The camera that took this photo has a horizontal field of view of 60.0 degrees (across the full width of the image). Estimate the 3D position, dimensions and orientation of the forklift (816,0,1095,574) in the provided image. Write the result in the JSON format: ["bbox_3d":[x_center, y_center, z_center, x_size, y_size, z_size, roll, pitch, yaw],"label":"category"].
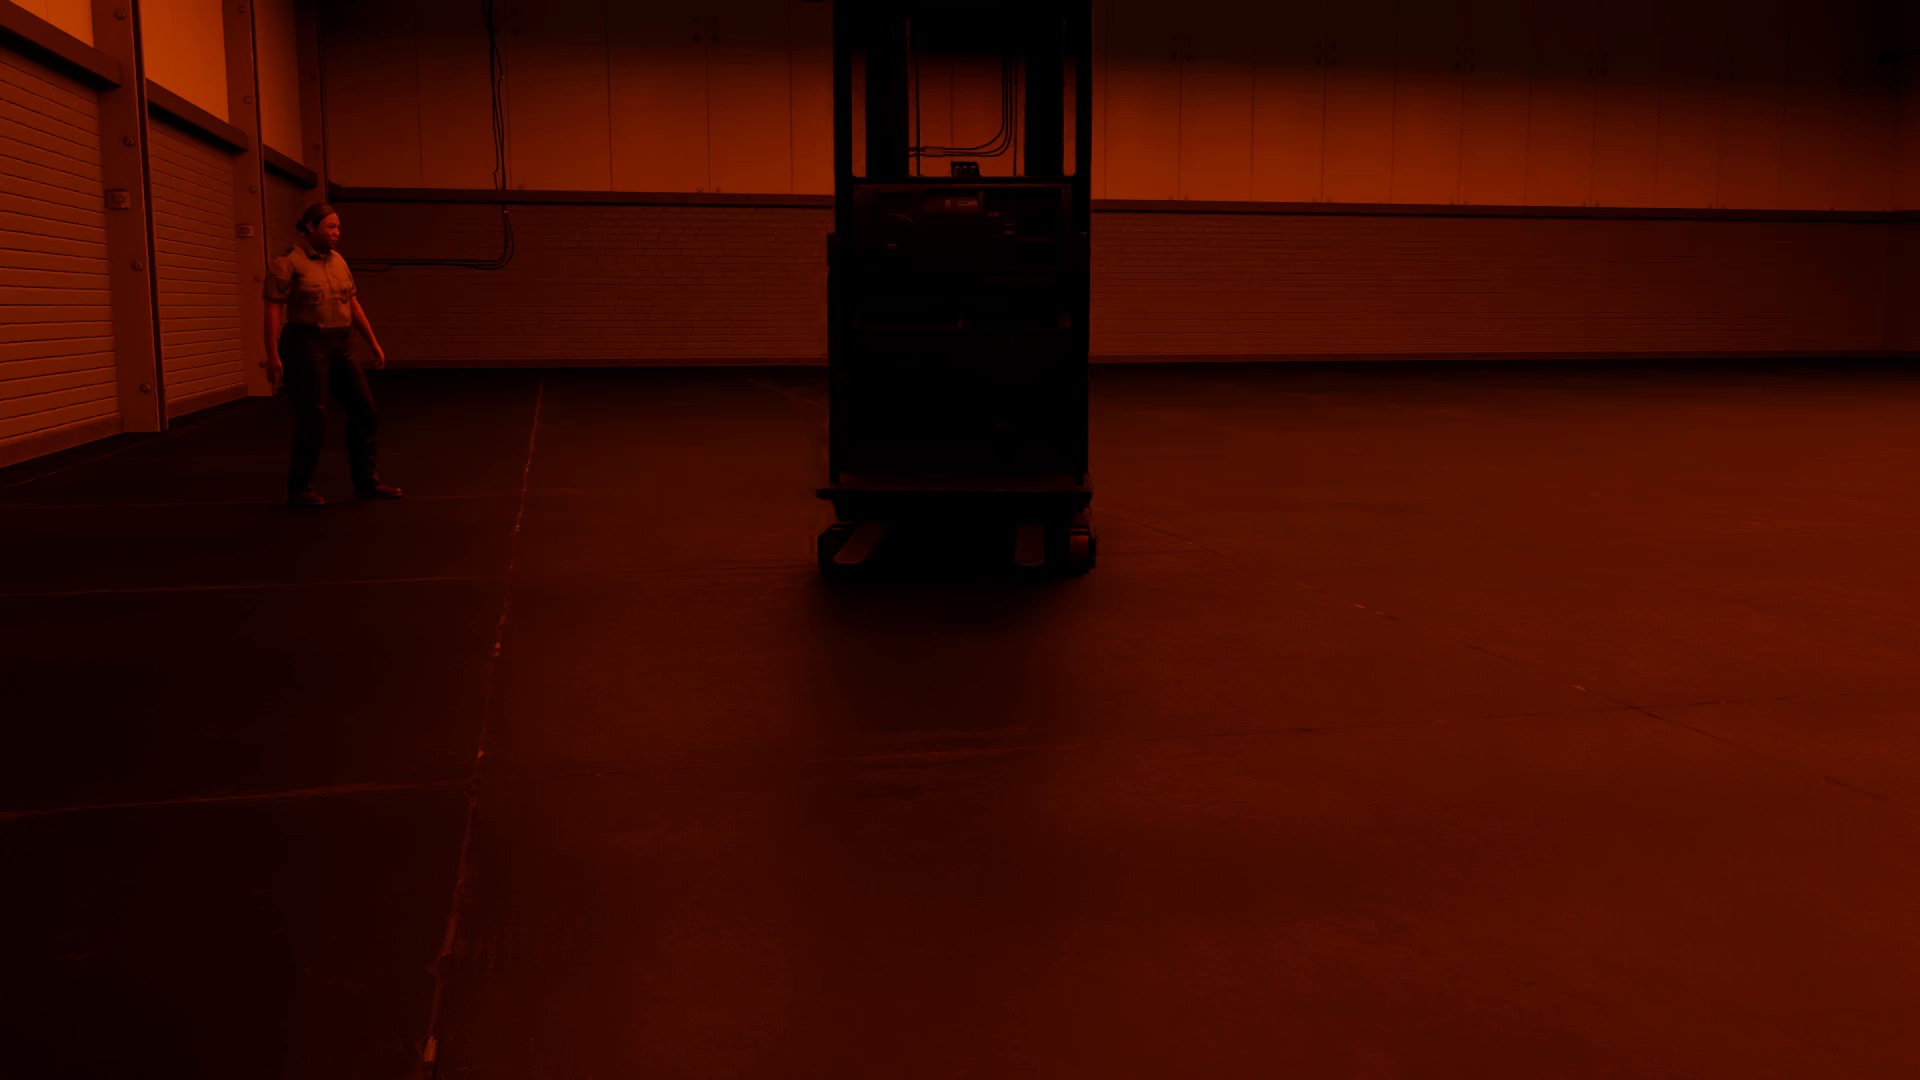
[{"bbox_3d":[-0.001,-1.358,6.838,1.130,2.935,3.031,0,8,3],"label":"forklift"}]

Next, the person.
[{"bbox_3d":[-3.461,-1.011,9.076,0.398,1.627,0.722,4,9,26],"label":"person"}]
